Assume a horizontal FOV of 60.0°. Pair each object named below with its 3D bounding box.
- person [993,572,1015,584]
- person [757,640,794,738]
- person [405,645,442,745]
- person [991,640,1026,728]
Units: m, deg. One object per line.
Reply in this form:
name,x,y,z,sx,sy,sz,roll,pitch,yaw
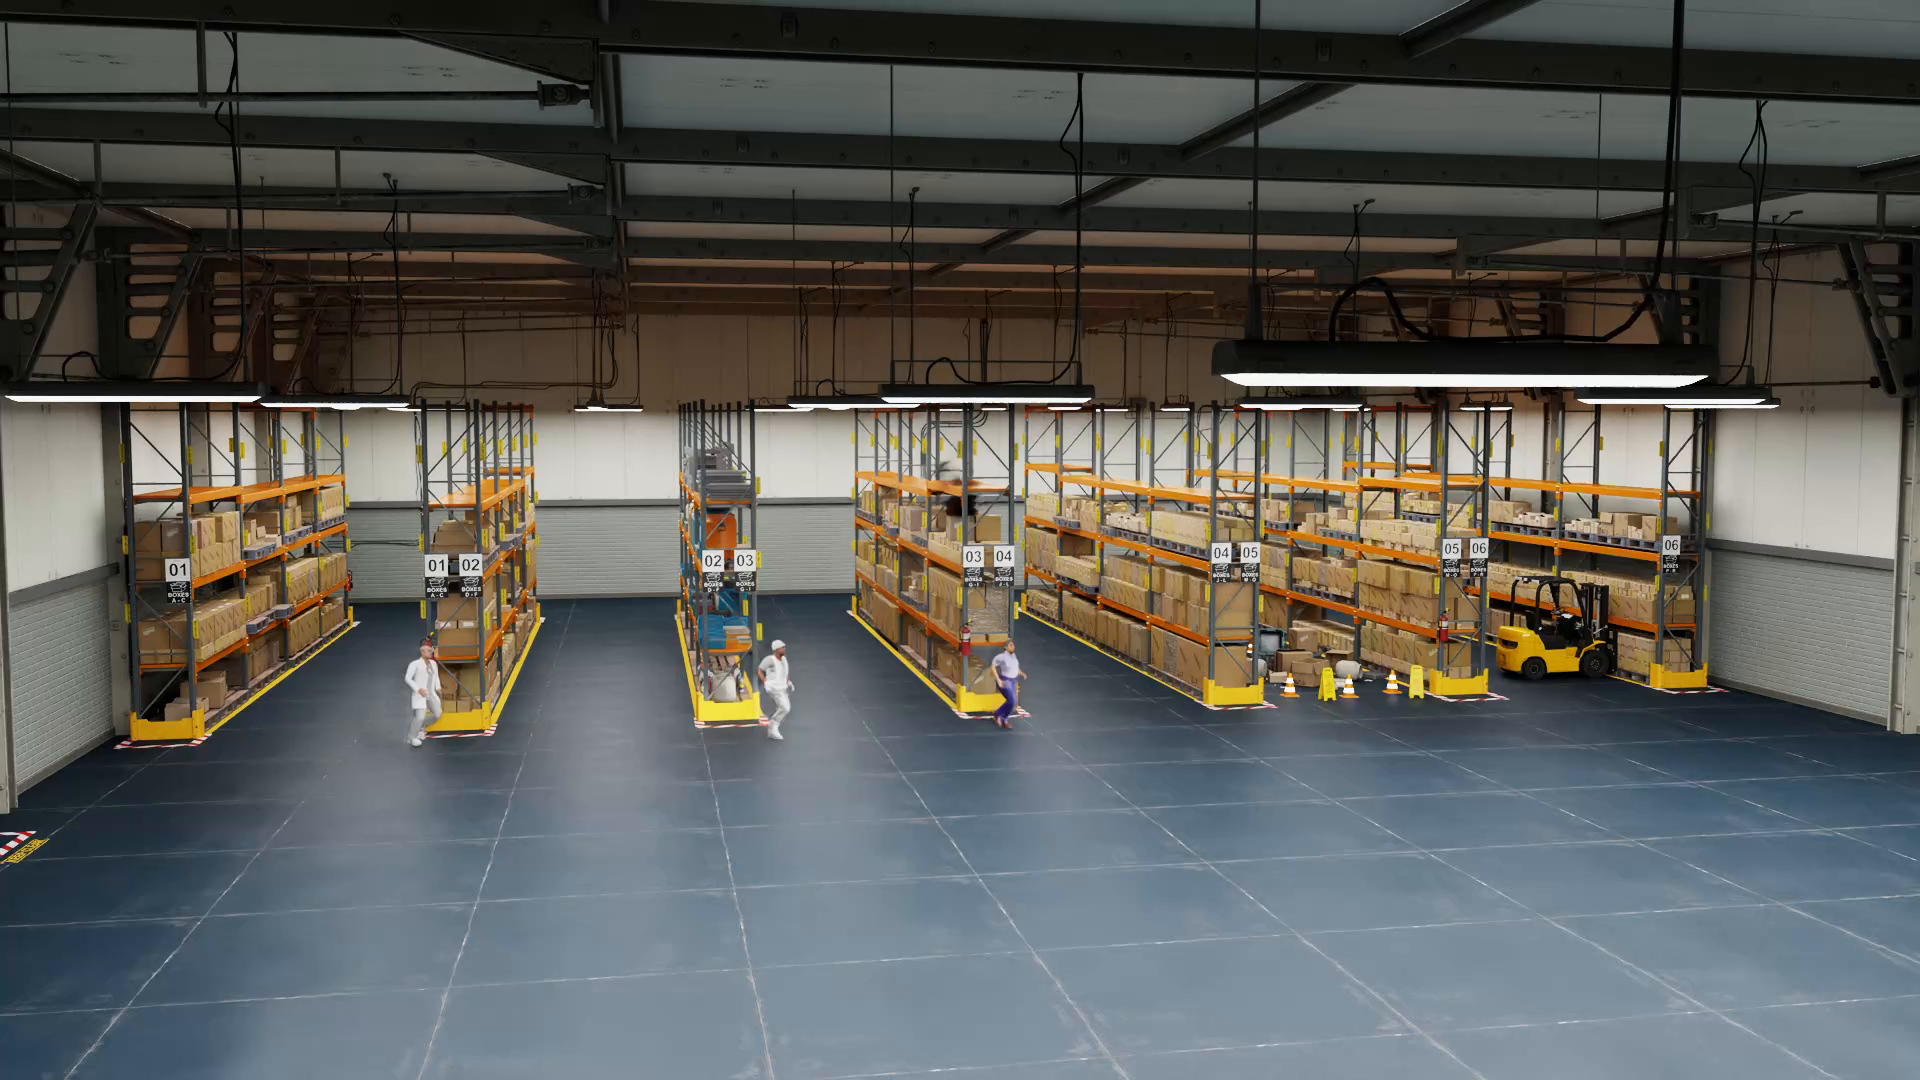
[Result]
person,1.173,1.394,45.215,0.690,1.797,1.032,-1,4,-11
person,-3.172,2.639,29.298,0.550,1.743,0.708,2,5,27
person,-9.266,2.687,28.889,0.578,1.706,0.762,3,5,35
person,0.915,2.633,30.377,0.536,1.602,0.615,3,5,35
